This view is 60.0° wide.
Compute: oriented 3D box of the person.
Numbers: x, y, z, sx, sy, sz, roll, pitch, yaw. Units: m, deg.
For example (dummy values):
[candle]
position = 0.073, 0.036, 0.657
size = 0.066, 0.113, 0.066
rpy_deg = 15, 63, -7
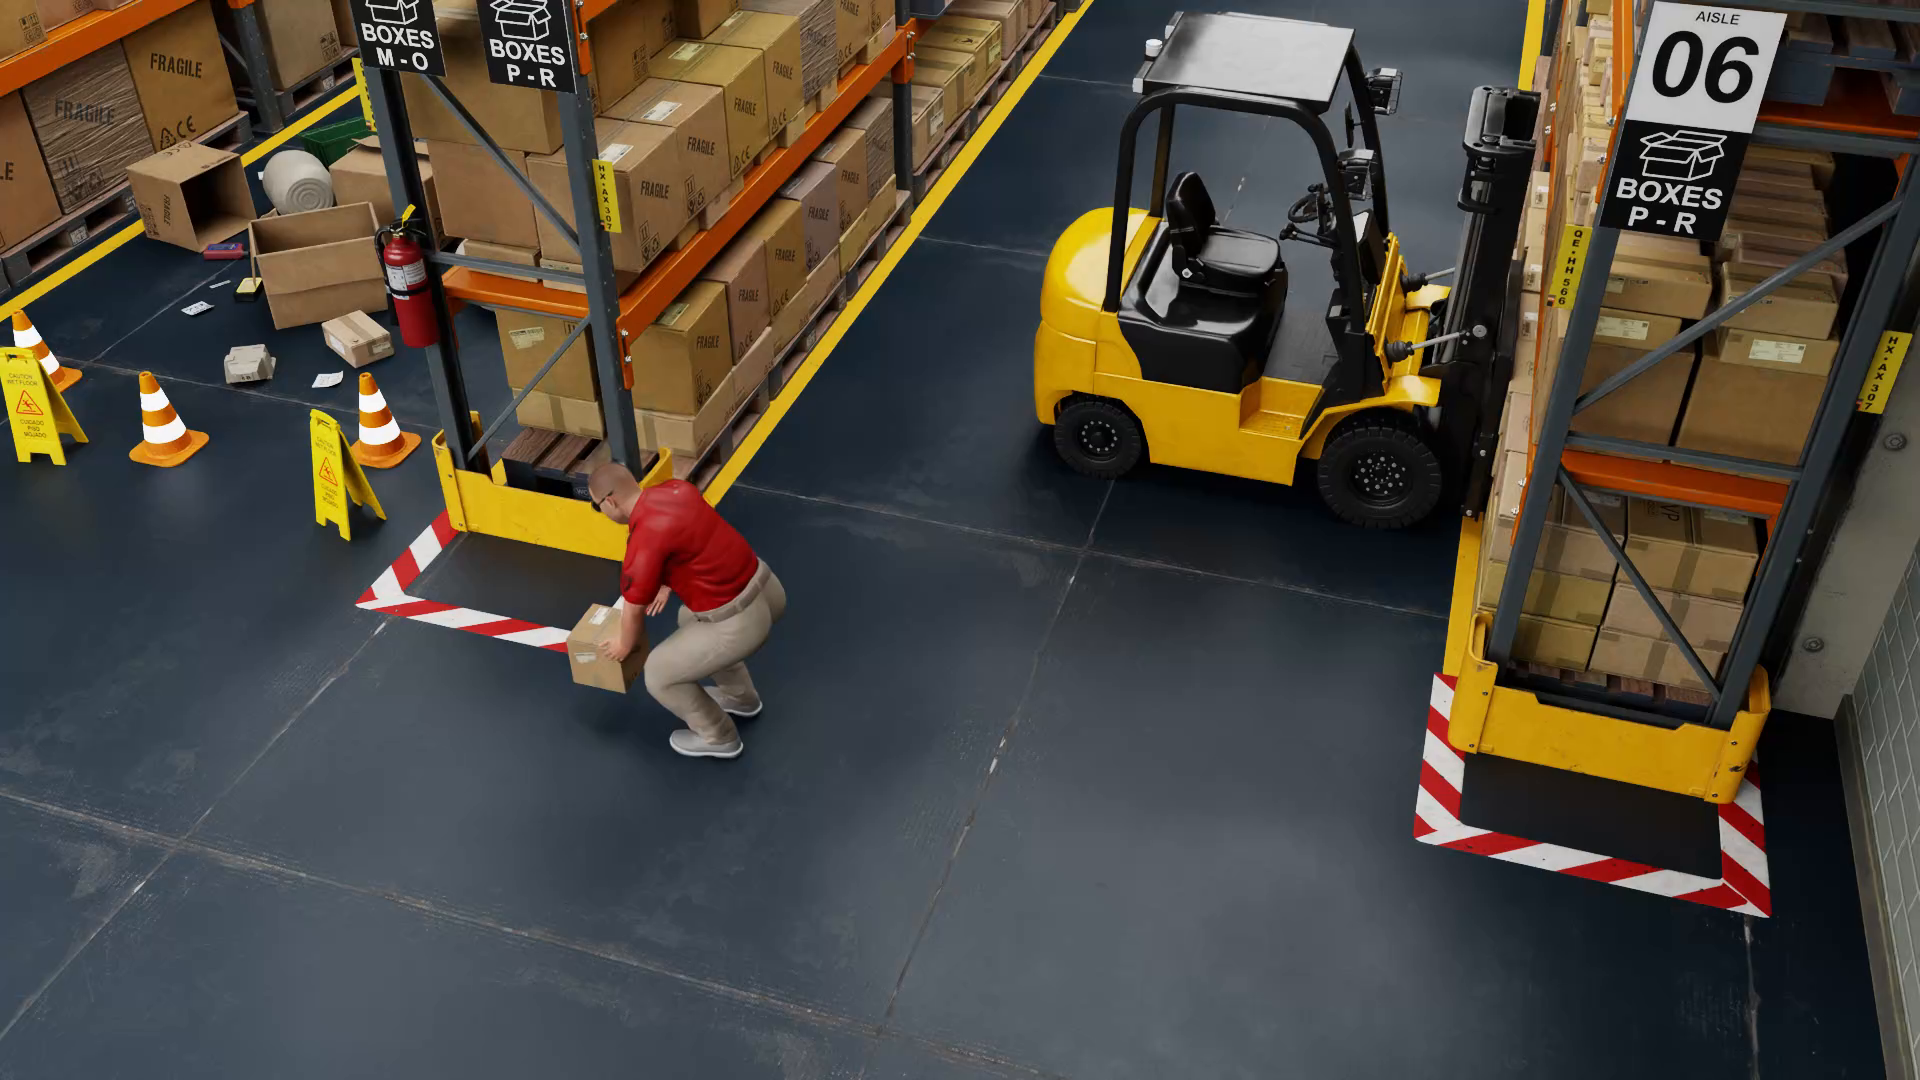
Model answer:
[person]
position = -1.108, 0.293, 6.836
size = 0.738, 1.352, 0.590
rpy_deg = 11, 38, 14
